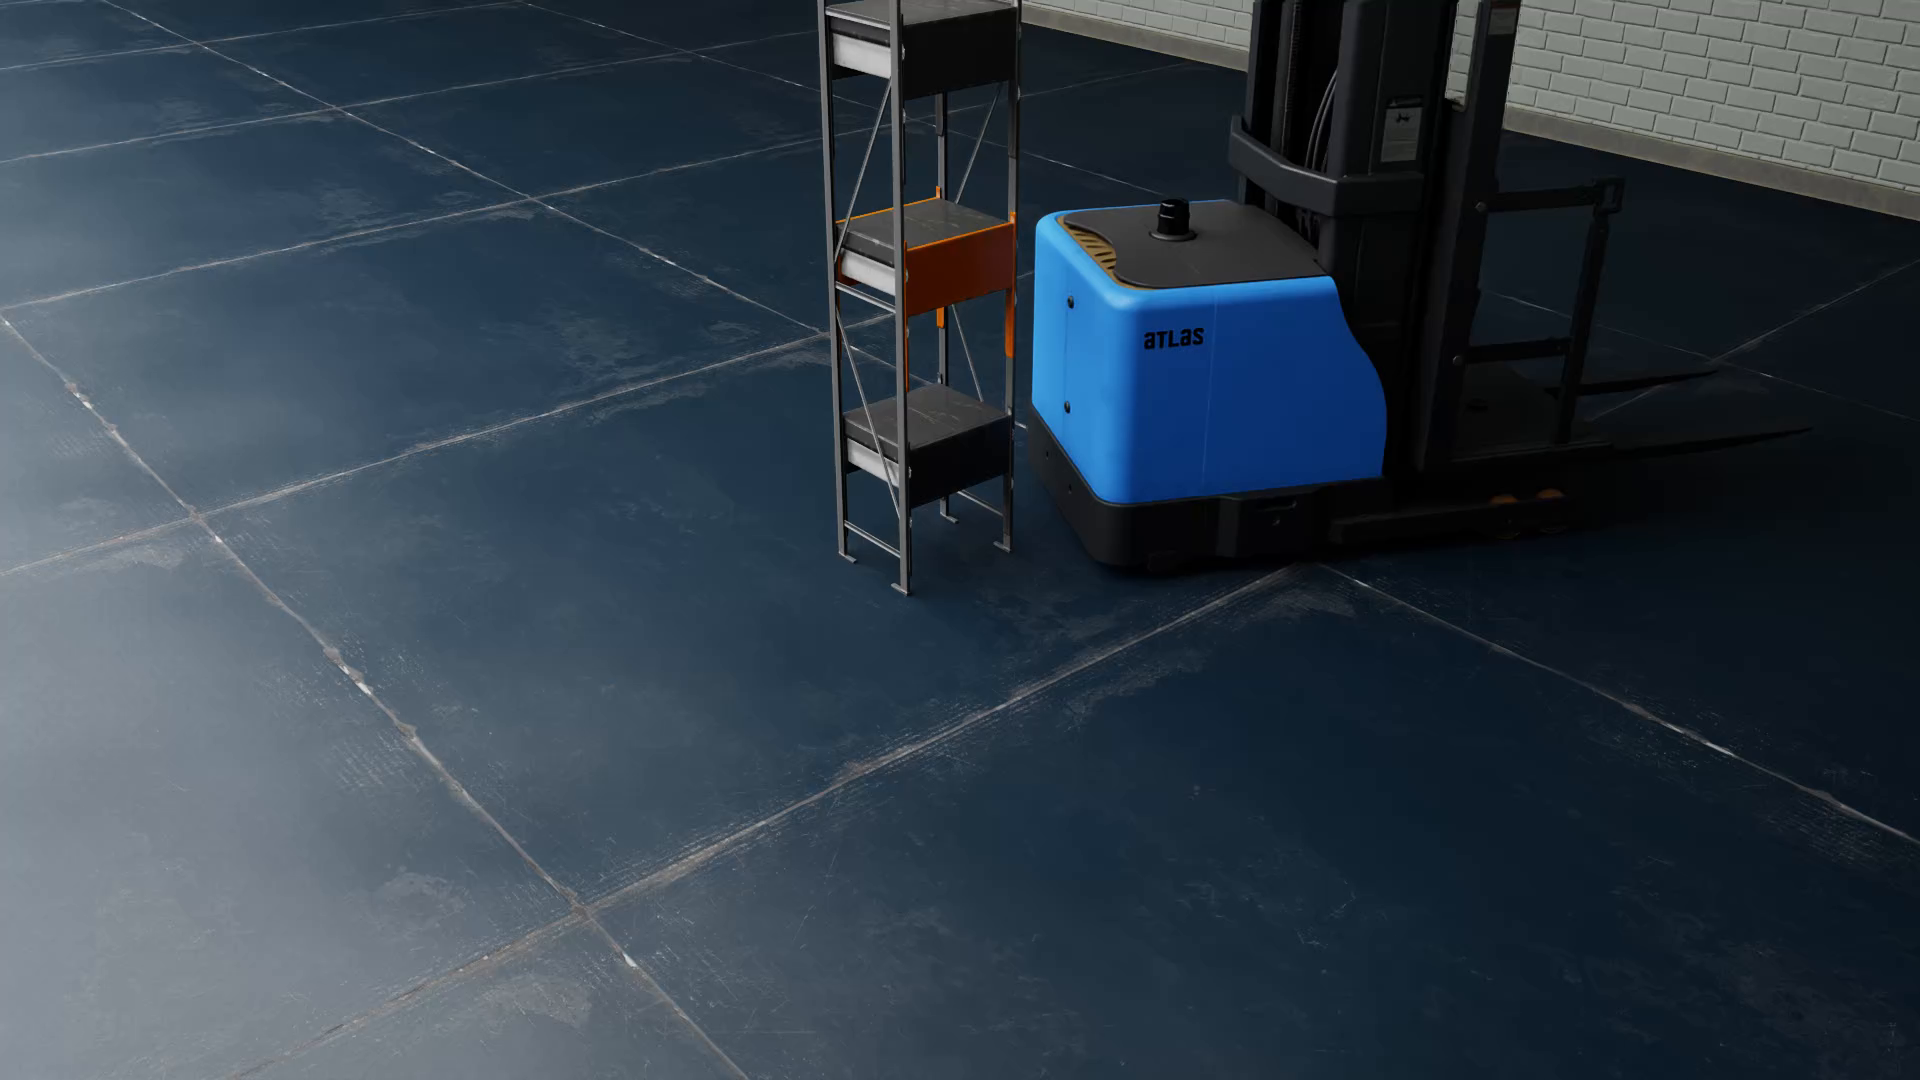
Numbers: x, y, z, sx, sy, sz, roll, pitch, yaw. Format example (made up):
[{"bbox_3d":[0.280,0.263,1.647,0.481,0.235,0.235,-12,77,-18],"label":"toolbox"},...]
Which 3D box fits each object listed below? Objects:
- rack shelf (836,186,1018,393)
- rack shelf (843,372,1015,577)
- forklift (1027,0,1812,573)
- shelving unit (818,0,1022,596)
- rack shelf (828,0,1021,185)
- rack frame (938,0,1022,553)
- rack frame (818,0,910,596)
[{"bbox_3d":[-0.126,-0.863,5.667,0.480,0.518,0.431,-22,35,-35],"label":"rack shelf"},{"bbox_3d":[-0.126,-0.246,5.997,0.480,0.518,0.431,-22,35,-35],"label":"rack shelf"},{"bbox_3d":[1.846,-1.531,6.006,3.031,2.935,1.130,-6,29,-12],"label":"forklift"},{"bbox_3d":[-0.126,-0.875,5.660,0.503,2.100,0.431,-22,35,-35],"label":"shelving unit"},{"bbox_3d":[-0.126,-1.481,5.337,0.480,0.518,0.431,-22,35,-35],"label":"rack shelf"},{"bbox_3d":[0.060,-0.950,5.800,0.015,2.100,0.400,-22,35,-35],"label":"rack frame"},{"bbox_3d":[-0.312,-0.801,5.521,0.015,2.100,0.400,-22,35,-35],"label":"rack frame"}]
